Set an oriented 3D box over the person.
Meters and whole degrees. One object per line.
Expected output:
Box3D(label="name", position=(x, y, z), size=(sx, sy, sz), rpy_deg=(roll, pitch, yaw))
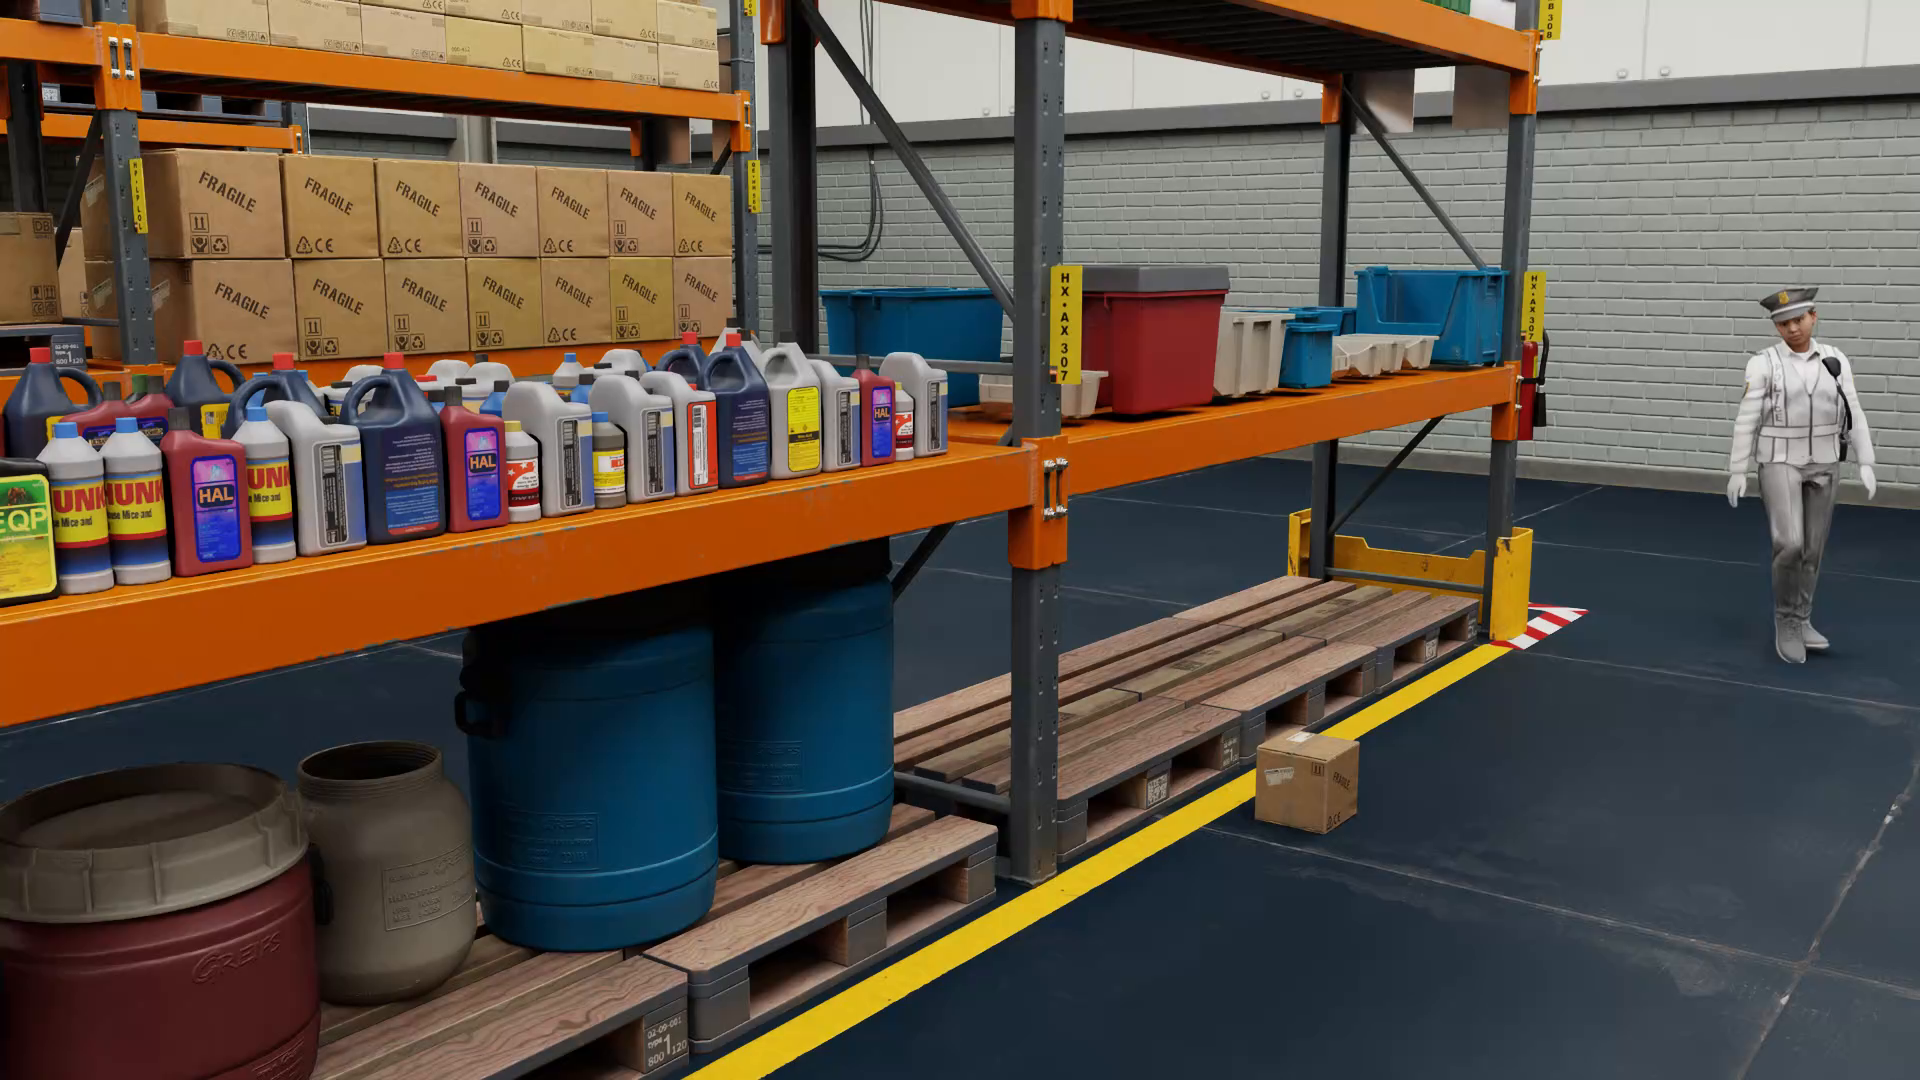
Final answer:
Box3D(label="person", position=(3.818, -0.287, 7.520), size=(0.580, 1.694, 0.496), rpy_deg=(0, 10, 2))
